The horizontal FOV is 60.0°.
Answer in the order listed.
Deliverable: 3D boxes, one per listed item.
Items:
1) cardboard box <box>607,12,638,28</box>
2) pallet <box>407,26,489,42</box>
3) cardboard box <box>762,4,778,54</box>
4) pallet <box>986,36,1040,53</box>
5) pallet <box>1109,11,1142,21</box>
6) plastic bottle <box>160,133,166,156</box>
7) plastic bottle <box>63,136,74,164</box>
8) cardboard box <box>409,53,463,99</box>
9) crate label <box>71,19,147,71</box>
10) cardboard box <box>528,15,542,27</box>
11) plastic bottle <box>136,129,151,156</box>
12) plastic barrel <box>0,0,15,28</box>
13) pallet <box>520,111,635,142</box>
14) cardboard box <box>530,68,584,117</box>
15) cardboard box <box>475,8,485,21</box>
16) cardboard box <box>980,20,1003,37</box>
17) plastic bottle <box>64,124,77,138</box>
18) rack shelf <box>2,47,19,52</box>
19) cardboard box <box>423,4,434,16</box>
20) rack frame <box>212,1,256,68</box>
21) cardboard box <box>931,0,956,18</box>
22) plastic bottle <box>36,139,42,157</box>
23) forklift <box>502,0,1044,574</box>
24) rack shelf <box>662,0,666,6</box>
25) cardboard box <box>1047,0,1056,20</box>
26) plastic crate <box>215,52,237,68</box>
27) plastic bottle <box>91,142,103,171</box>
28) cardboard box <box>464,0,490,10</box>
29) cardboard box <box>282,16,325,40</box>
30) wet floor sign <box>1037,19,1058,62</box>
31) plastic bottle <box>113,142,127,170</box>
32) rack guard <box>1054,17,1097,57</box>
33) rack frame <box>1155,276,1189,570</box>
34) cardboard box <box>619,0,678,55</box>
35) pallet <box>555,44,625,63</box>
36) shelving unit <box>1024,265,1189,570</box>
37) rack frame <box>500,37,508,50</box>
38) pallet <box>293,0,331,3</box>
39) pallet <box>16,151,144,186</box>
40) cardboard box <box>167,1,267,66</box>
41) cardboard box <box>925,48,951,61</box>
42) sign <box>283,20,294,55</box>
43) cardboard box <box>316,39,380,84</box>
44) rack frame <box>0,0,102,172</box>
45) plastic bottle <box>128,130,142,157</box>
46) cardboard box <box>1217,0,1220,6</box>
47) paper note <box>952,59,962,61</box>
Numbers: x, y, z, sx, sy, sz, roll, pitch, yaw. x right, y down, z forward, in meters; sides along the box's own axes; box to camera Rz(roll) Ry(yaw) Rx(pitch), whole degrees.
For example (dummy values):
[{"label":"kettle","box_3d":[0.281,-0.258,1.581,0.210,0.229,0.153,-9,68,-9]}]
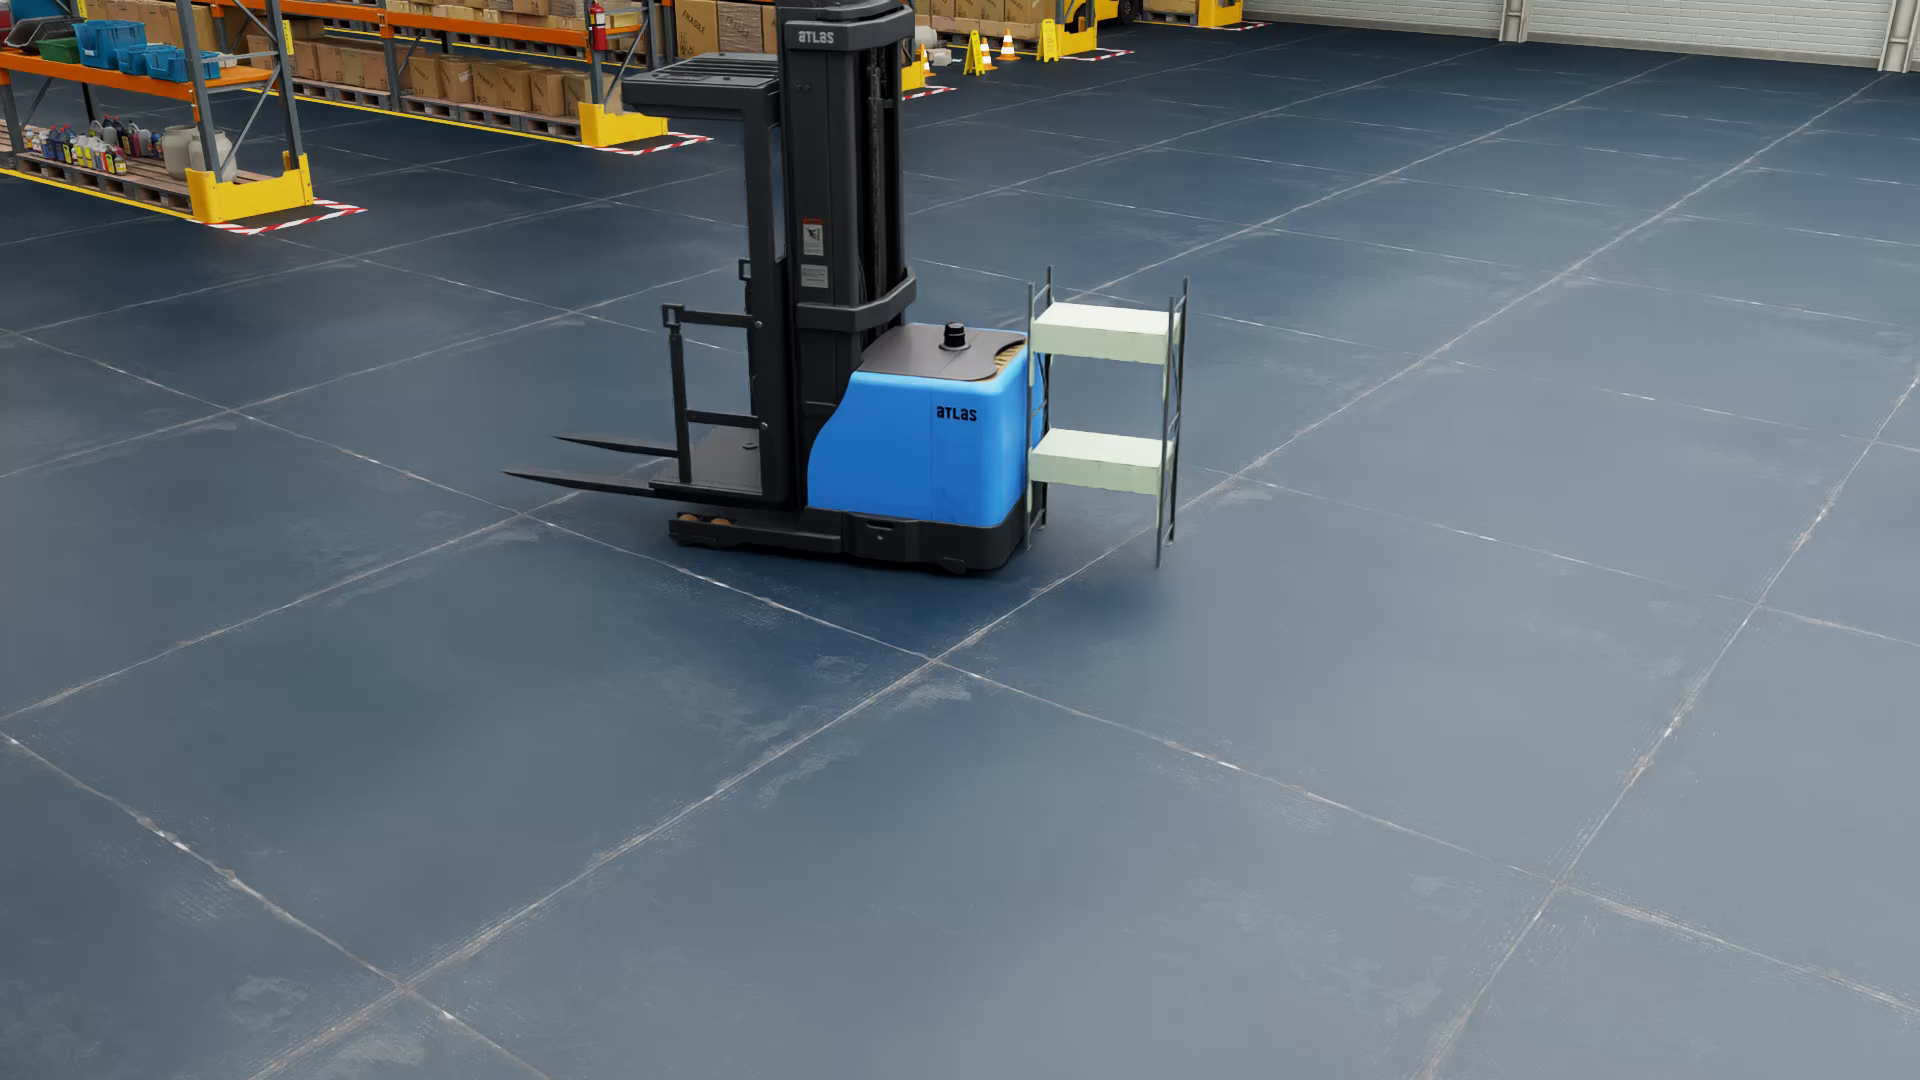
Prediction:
[{"label":"cardboard box","box_3d":[-4.134,-6.316,20.177,0.250,0.149,0.380,17,29,33]},{"label":"pallet","box_3d":[-8.991,-9.004,29.425,1.213,0.211,1.003,17,29,33]},{"label":"cardboard box","box_3d":[-2.281,-7.436,24.521,0.875,0.875,0.875,16,29,32]},{"label":"pallet","box_3d":[1.205,-8.433,28.128,1.213,0.211,1.003,17,29,33]},{"label":"pallet","box_3d":[3.259,-10.276,32.310,1.213,0.211,1.003,17,29,33]},{"label":"plastic bottle","box_3d":[-8.638,-4.286,18.096,0.097,0.271,0.097,0,24,0]},{"label":"plastic bottle","box_3d":[-9.565,-4.185,17.851,0.133,0.283,0.061,18,30,36]},{"label":"cardboard box","box_3d":[-6.954,-6.191,22.161,0.500,0.500,0.500,16,28,32]},{"label":"crate label","box_3d":[-8.654,-5.061,16.973,0.616,0.435,0.502,17,29,33]},{"label":"cardboard box","box_3d":[-5.022,-6.343,20.237,0.250,0.149,0.380,17,29,33]},{"label":"plastic bottle","box_3d":[-8.992,-4.382,18.307,0.135,0.276,0.152,17,29,34]},{"label":"plastic barrel","box_3d":[-10.854,-6.019,19.022,0.433,0.535,0.433,0,24,0]},{"label":"pallet","box_3d":[-4.739,-5.236,20.871,1.213,0.211,1.003,17,29,33]},{"label":"cardboard box","box_3d":[-5.037,-5.624,20.873,0.500,0.500,0.500,-17,29,-34]},{"label":"cardboard box","box_3d":[-5.822,-6.585,20.786,0.250,0.149,0.380,17,29,33]},{"label":"cardboard box","box_3d":[0.677,-8.653,28.059,0.500,0.250,0.500,17,29,33]},{"label":"plastic bottle","box_3d":[-9.737,-4.361,18.168,0.185,0.351,0.144,17,29,33]},{"label":"rack shelf","box_3d":[-11.821,-5.809,19.607,4.000,0.370,1.077,17,29,33]},{"label":"cardboard box","box_3d":[-6.643,-6.815,21.309,0.250,0.149,0.380,17,29,33]},{"label":"rack frame","box_3d":[-10.450,-8.220,24.186,0.127,3.000,1.000,17,29,33]},{"label":"cardboard box","box_3d":[-0.147,-9.246,28.473,0.500,0.500,0.500,19,30,36]},{"label":"plastic bottle","box_3d":[-10.065,-4.308,18.232,0.097,0.201,0.097,0,24,0]},{"label":"forklift","box_3d":[-1.099,-1.486,8.988,3.031,2.935,1.130,7,25,15]},{"label":"rack shelf","box_3d":[-5.794,-8.983,26.810,4.000,0.370,1.077,17,29,33]},{"label":"cardboard box","box_3d":[1.396,-9.050,28.028,0.500,0.500,0.500,16,28,32]},{"label":"plastic crate","box_3d":[-7.543,-4.887,16.948,0.250,0.136,0.298,17,29,33]},{"label":"plastic bottle","box_3d":[-9.048,-4.048,17.550,0.135,0.276,0.152,16,28,32]},{"label":"cardboard box","box_3d":[-5.712,-6.951,20.813,0.500,0.500,0.875,17,29,33]},{"label":"cardboard box","box_3d":[-9.466,-7.343,23.821,0.500,0.250,0.500,21,31,39]},{"label":"wet floor sign","box_3d":[1.405,-8.014,26.639,0.267,0.644,0.232,-15,28,-30]},{"label":"plastic bottle","box_3d":[-8.874,-4.053,17.551,0.133,0.283,0.061,17,29,33]},{"label":"rack guard","box_3d":[1.834,-8.357,27.598,0.348,0.500,1.175,17,29,33]},{"label":"rack frame","box_3d":[1.117,-0.606,8.764,0.023,1.500,0.400,7,25,16]},{"label":"cardboard box","box_3d":[-4.745,-8.112,26.211,0.750,0.750,1.050,17,29,33]},{"label":"pallet","box_3d":[-5.837,-8.010,27.167,1.213,0.211,1.003,17,29,33]},{"label":"shelving unit","box_3d":[0.769,-0.651,8.868,0.755,1.500,0.431,7,25,16]},{"label":"rack frame","box_3d":[-7.395,-9.796,27.763,0.127,3.000,1.000,17,29,33]},{"label":"pallet","box_3d":[-8.842,-7.667,23.168,1.213,0.211,1.003,17,29,33]},{"label":"pallet","box_3d":[-9.708,-4.203,18.527,1.213,0.211,1.003,17,29,33]},{"label":"cardboard box","box_3d":[-10.990,-7.613,24.924,0.875,0.875,1.225,15,28,31]},{"label":"cardboard box","box_3d":[-0.365,-7.843,26.867,0.380,0.149,0.250,-10,26,-21]},{"label":"sign","box_3d":[-6.686,-4.991,16.513,0.005,0.325,0.100,17,29,33]},{"label":"cardboard box","box_3d":[-8.546,-6.722,23.341,0.500,0.500,0.700,14,27,29]},{"label":"rack frame","box_3d":[-10.220,-5.655,18.364,0.127,3.000,1.000,17,29,33]},{"label":"plastic bottle","box_3d":[-9.056,-4.351,18.227,0.133,0.283,0.061,17,29,33]},{"label":"cardboard box","box_3d":[4.593,-10.201,31.571,0.500,0.250,0.500,17,29,34]},{"label":"paper note","box_3d":[-0.056,-7.710,26.712,0.142,0.019,0.148,7,25,15]}]
